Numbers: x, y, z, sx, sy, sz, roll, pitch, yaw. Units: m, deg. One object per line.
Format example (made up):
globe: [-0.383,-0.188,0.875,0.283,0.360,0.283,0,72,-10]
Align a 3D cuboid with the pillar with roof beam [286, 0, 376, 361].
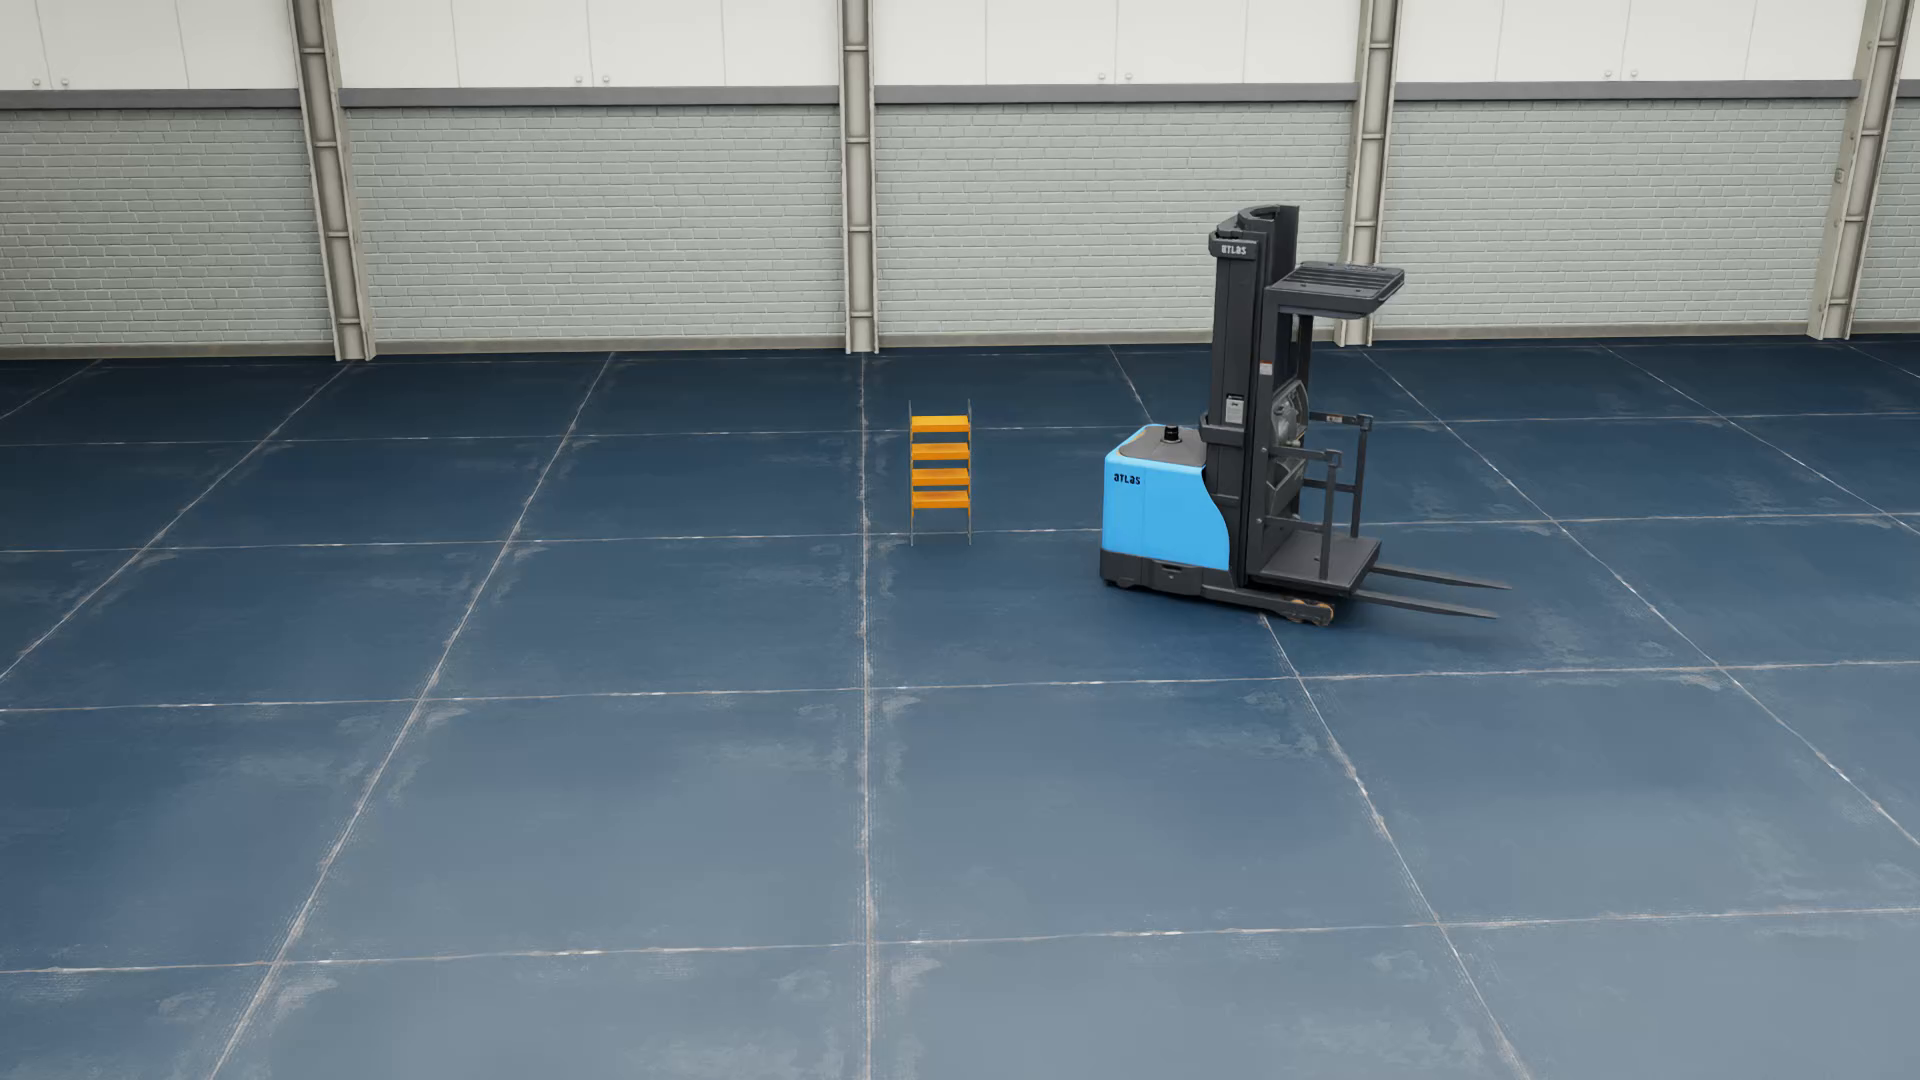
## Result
pillar with roof beam: [-6.923,-4.847,14.135,0.400,9.000,9.100,-1,21,-3]

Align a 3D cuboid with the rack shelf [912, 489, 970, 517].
rack shelf: [-0.165,-0.309,13.925,0.480,0.148,0.258,-1,21,-3]

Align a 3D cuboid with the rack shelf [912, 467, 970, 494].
rack shelf: [-0.165,-0.494,13.854,0.480,0.148,0.258,-1,21,-3]

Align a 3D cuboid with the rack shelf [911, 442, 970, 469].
rack shelf: [-0.165,-0.704,13.774,0.480,0.148,0.258,-1,21,-3]

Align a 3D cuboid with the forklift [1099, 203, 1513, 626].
forklift: [2.655,-0.943,12.410,3.031,2.935,1.130,10,23,24]

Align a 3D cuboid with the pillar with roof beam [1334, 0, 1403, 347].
pillar with roof beam: [5.057,-5.090,14.775,0.400,9.000,9.100,-1,21,-3]

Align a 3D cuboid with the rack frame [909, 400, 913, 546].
rack frame: [-0.409,-0.552,13.817,0.015,1.200,0.240,-1,21,-3]

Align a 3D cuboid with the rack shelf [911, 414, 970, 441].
rack shelf: [-0.165,-0.925,13.690,0.480,0.148,0.258,-1,21,-3]

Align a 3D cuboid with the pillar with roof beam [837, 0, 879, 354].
pillar with roof beam: [-0.933,-4.968,14.455,0.400,9.000,9.100,-1,21,-3]

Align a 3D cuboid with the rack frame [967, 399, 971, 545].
rack frame: [0.078,-0.562,13.843,0.015,1.200,0.240,-1,21,-3]

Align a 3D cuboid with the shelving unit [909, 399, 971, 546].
shelving unit: [-0.165,-0.557,13.830,0.503,1.200,0.258,-1,21,-3]

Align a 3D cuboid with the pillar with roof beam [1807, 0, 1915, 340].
pillar with roof beam: [11.047,-5.212,15.095,0.400,9.000,9.100,-1,21,-3]
